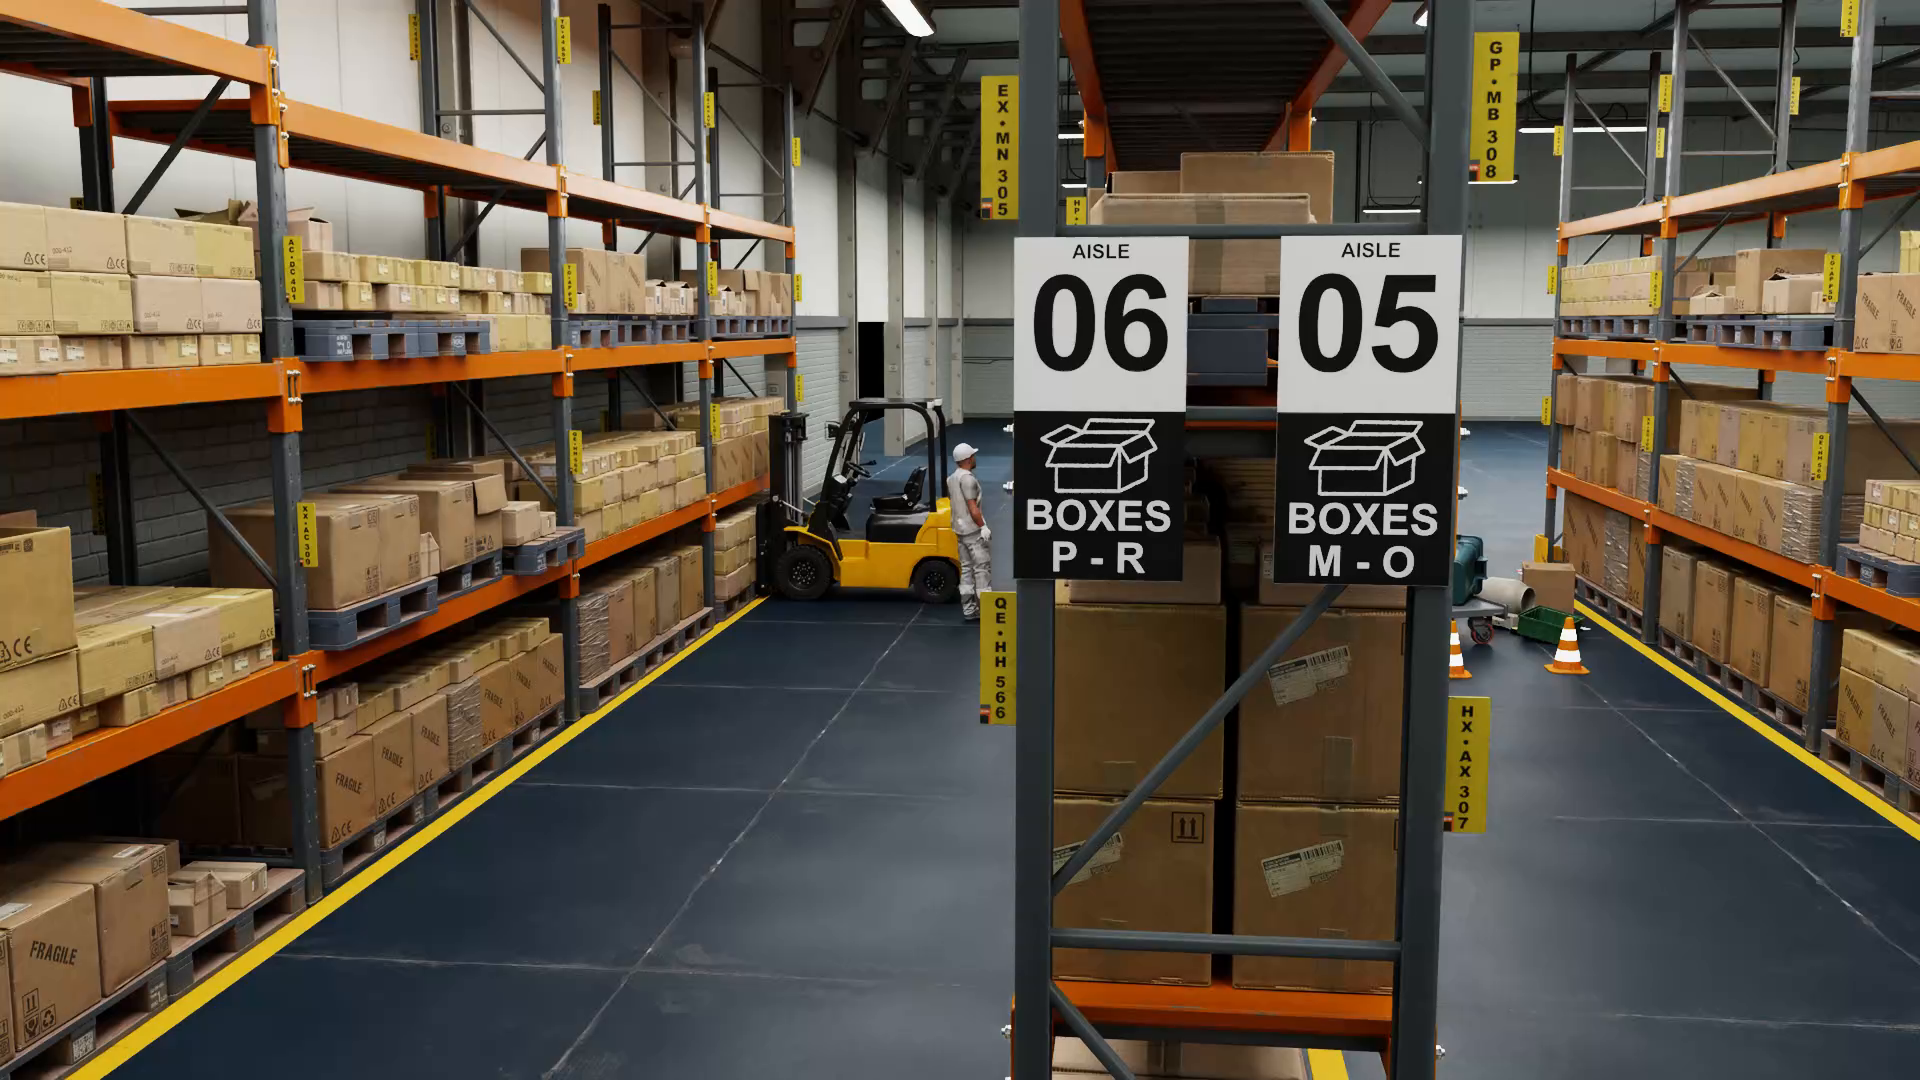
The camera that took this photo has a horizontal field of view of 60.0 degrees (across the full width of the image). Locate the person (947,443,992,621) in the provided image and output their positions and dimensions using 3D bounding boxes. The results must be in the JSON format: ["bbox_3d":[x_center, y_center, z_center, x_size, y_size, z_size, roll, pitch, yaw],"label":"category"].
[{"bbox_3d":[0.180,-0.081,16.742,0.561,1.790,0.638,-3,8,-23],"label":"person"}]
